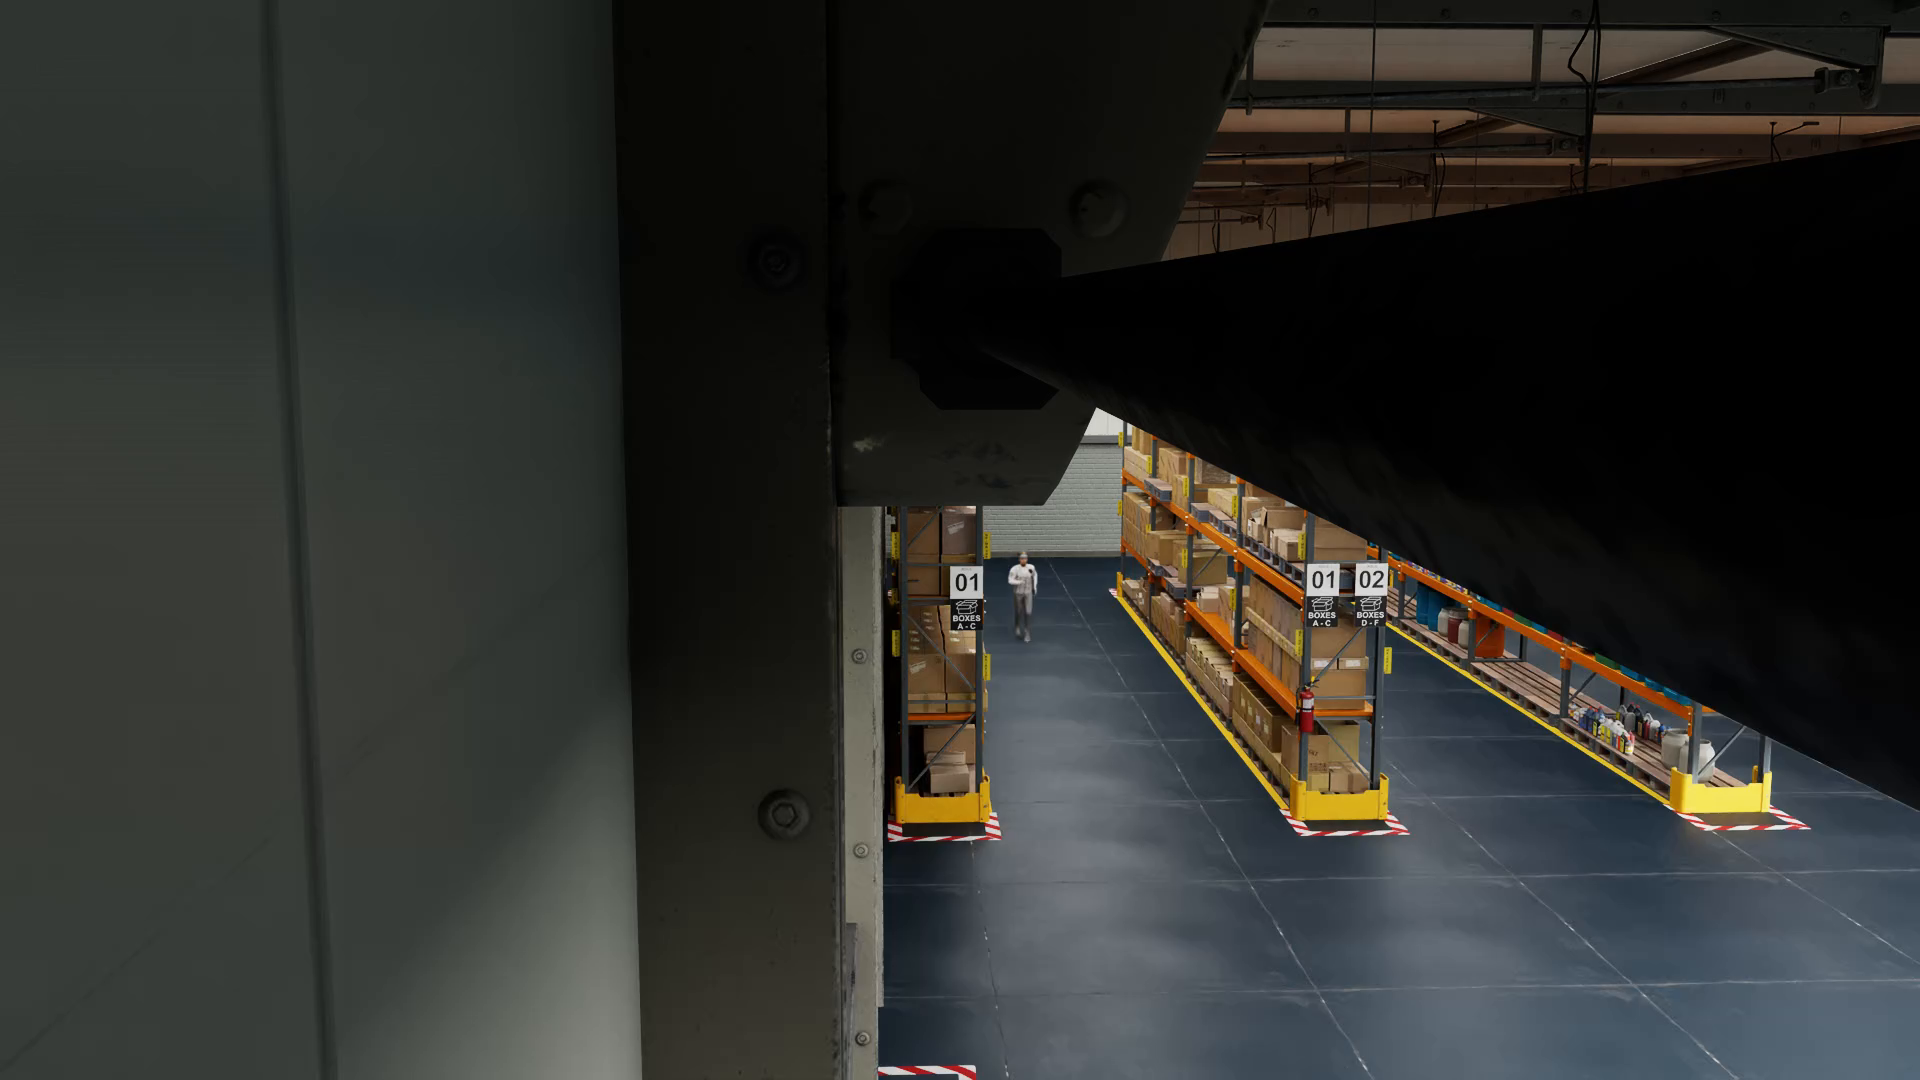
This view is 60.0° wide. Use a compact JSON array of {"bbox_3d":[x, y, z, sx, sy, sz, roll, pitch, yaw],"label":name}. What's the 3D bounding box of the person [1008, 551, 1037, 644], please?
[{"bbox_3d":[1.194,1.053,31.622,0.584,1.735,0.846,-1,8,-5],"label":"person"}]
